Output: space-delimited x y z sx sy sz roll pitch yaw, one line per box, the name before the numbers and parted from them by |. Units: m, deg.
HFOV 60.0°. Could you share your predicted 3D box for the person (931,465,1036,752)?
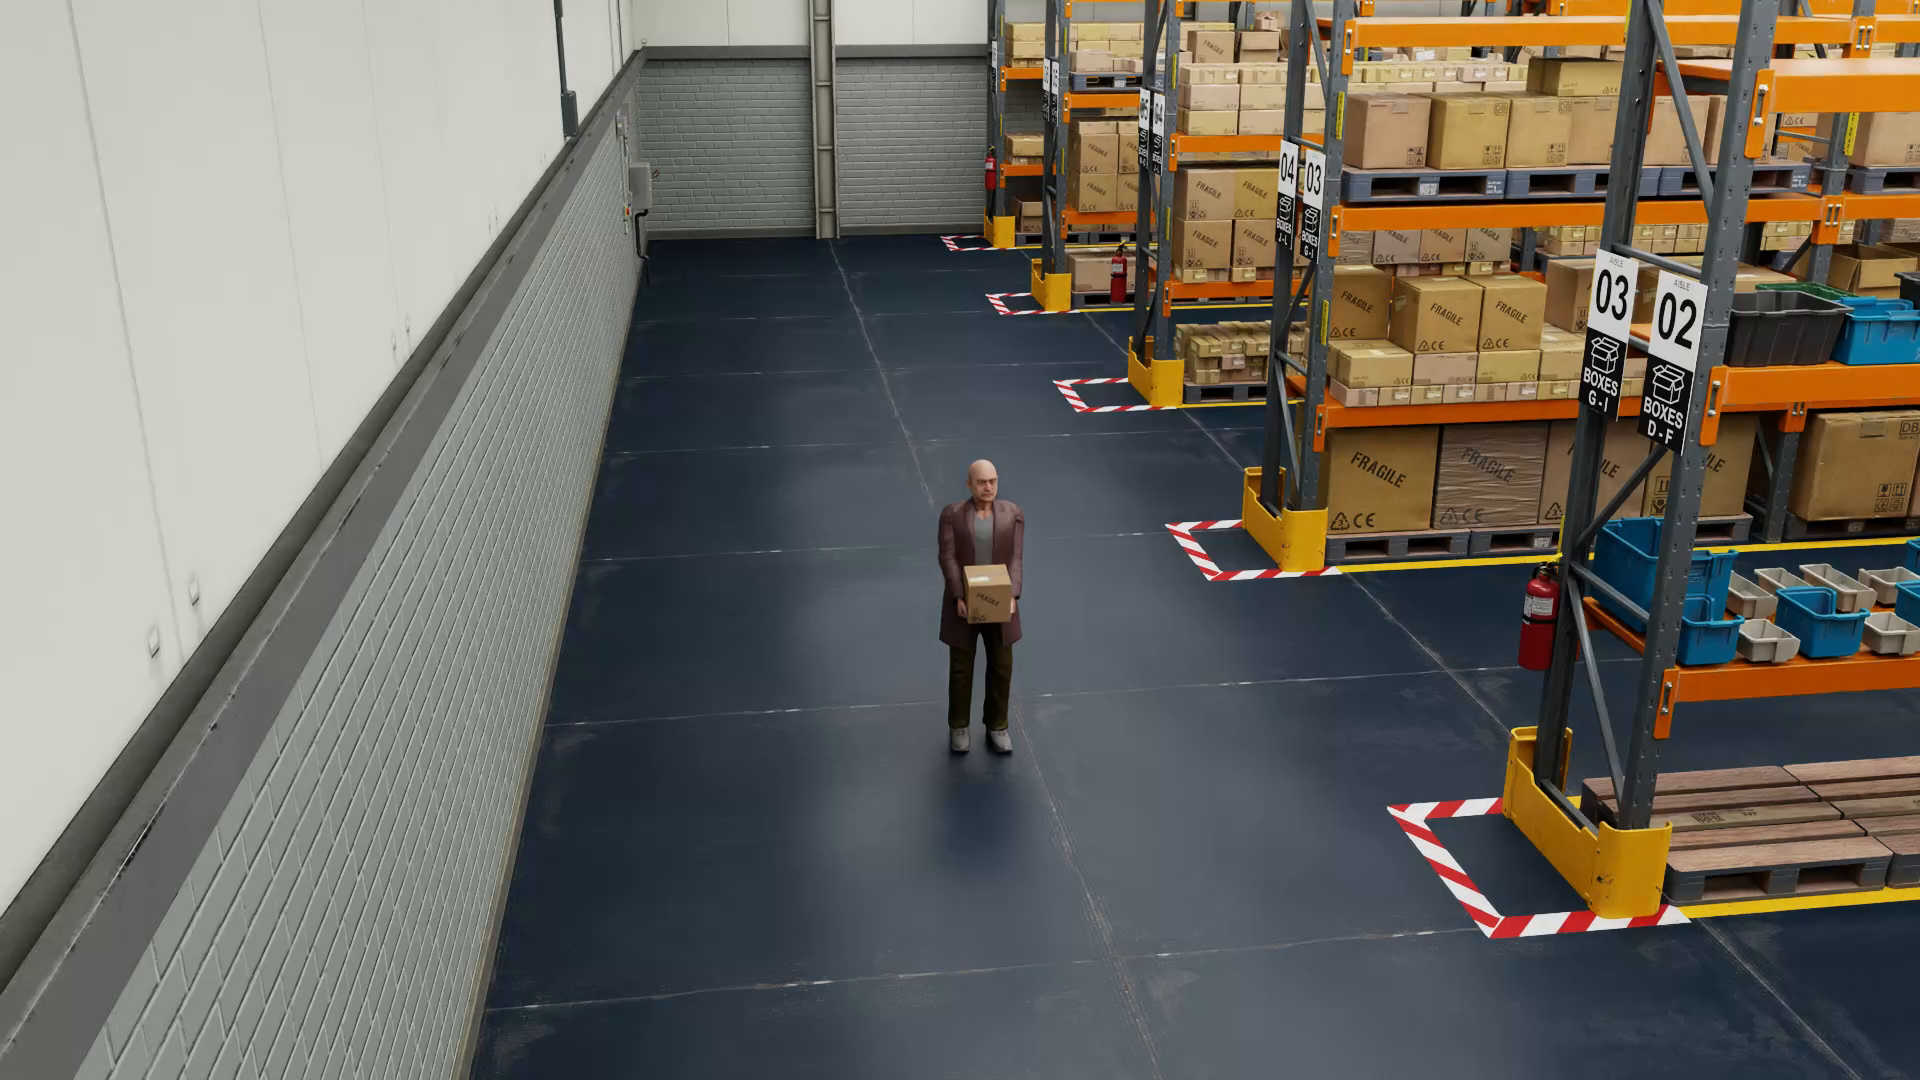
person | 0.146 0.423 10.016 0.645 1.705 0.429 -4 20 -11
